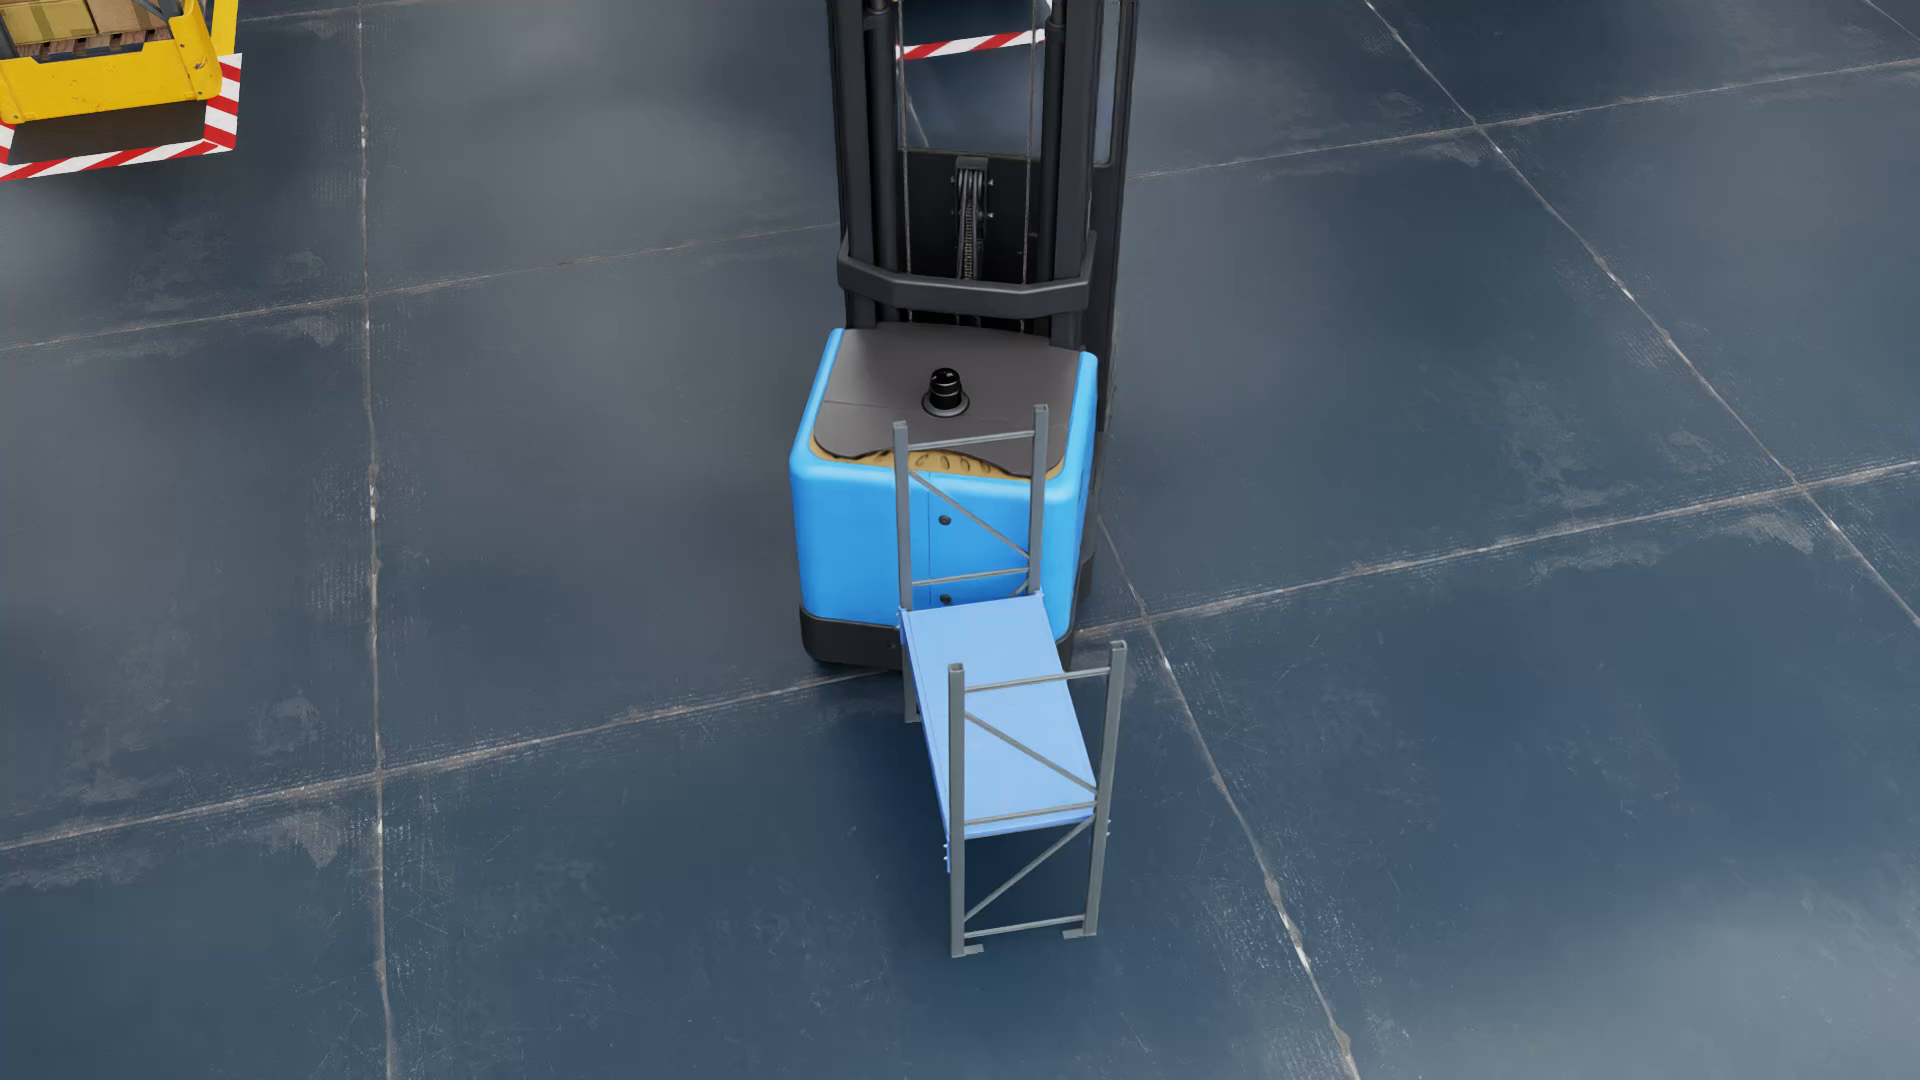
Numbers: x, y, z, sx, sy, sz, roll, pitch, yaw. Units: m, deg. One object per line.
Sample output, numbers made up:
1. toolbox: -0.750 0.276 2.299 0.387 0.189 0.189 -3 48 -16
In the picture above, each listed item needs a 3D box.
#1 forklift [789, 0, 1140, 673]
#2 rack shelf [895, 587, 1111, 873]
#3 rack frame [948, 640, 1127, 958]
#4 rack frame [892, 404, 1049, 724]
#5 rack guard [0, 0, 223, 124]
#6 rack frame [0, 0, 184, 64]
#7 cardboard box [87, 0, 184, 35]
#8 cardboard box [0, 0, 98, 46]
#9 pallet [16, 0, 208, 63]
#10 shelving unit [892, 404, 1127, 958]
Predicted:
1. forklift: 0.116 -1.531 6.449 1.130 2.935 3.031 6 46 6
2. rack shelf: 0.125 0.614 5.601 0.538 0.185 1.000 -7 46 -7
3. rack frame: 0.215 0.845 5.122 0.500 1.500 0.032 -7 46 -7
4. rack frame: 0.035 0.130 5.823 0.500 1.500 0.032 -7 46 -7
5. rack guard: -4.824 -2.709 9.305 1.175 0.500 0.348 -11 47 -10
6. rack frame: -4.830 -3.600 8.429 1.000 3.000 0.127 -11 47 -10
7. cardboard box: -4.752 -3.196 9.664 0.500 0.250 0.500 -11 47 -10
8. cardboard box: -5.253 -3.101 9.571 0.500 0.250 0.500 -11 47 -10
9. pallet: -5.066 -3.145 9.935 1.003 0.211 1.213 -11 47 -10
10. shelving unit: 0.125 0.488 5.473 0.538 1.500 1.048 -7 46 -7
